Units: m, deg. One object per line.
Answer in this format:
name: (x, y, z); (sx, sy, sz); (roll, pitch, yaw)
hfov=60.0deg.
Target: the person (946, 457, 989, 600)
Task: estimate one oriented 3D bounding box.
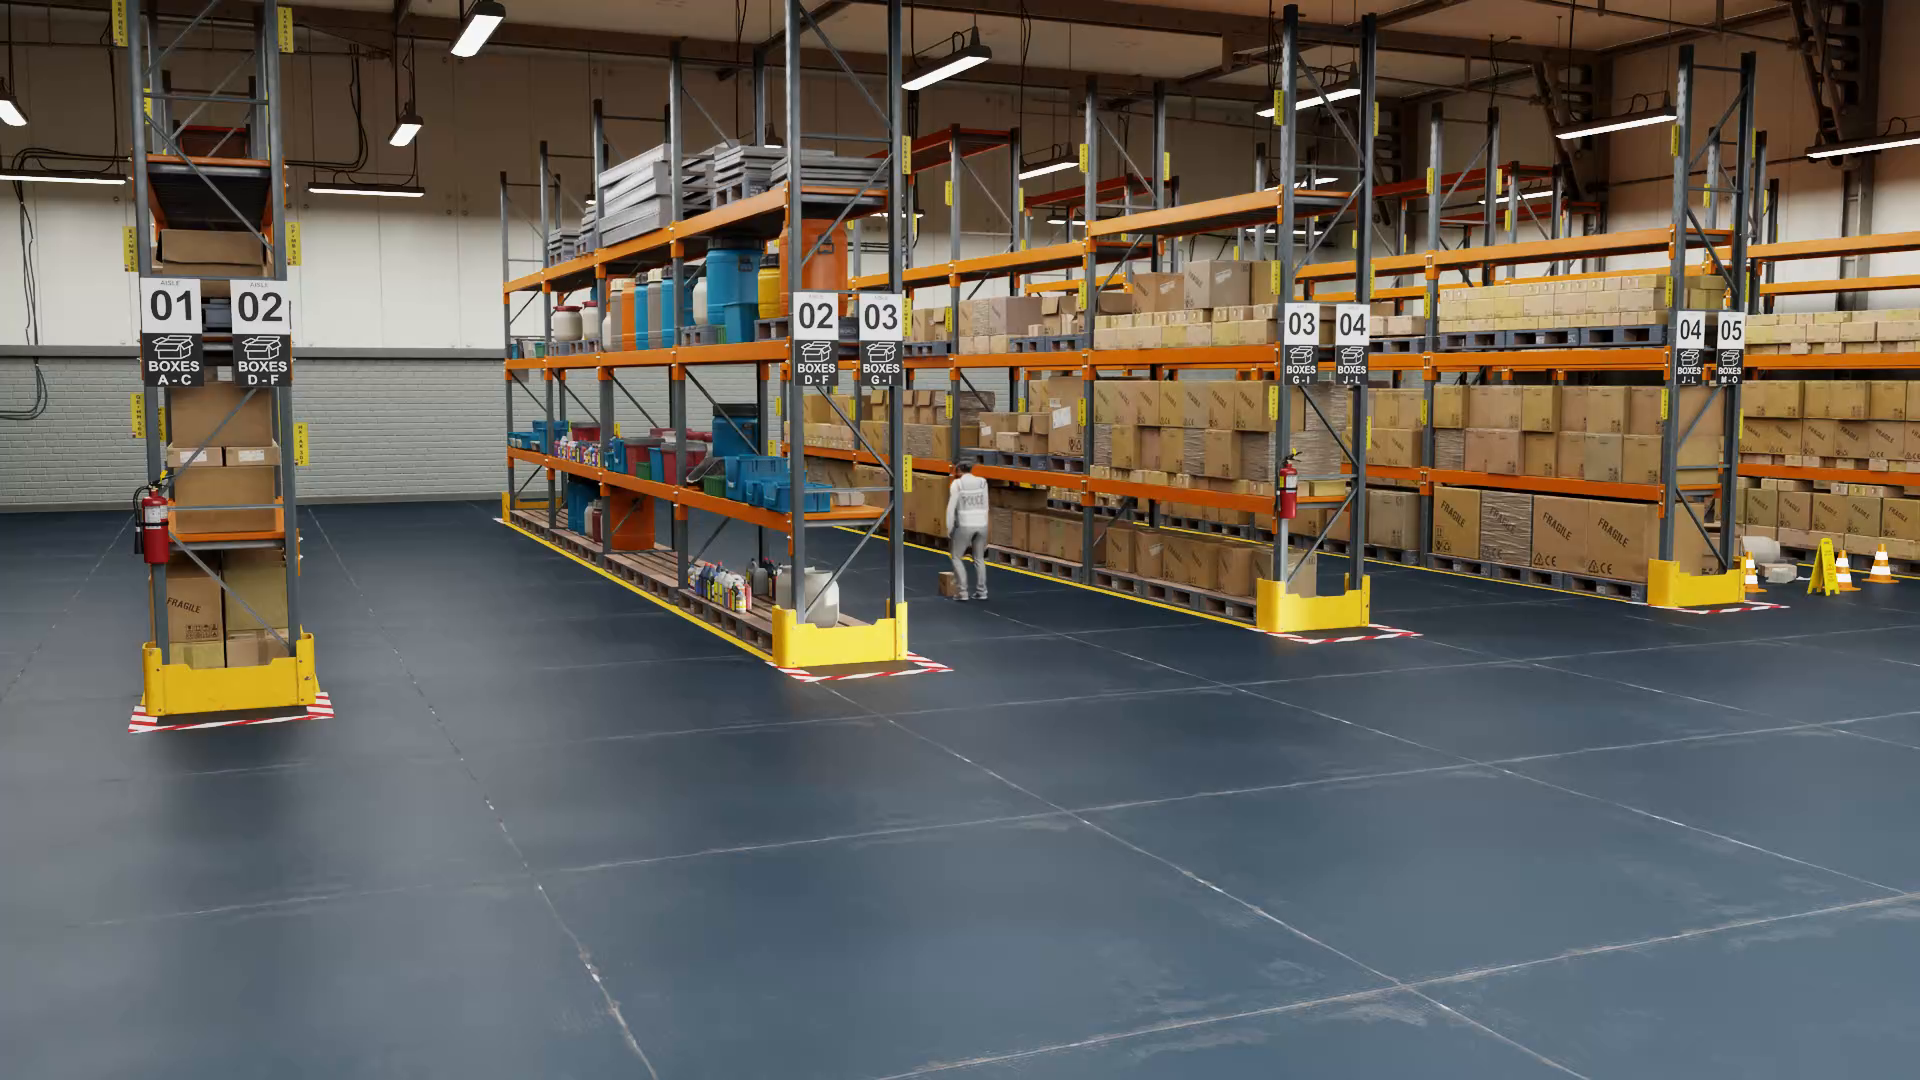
person: (0.080, -0.126, 18.632); (0.504, 1.616, 0.465); (-2, 6, -22)
